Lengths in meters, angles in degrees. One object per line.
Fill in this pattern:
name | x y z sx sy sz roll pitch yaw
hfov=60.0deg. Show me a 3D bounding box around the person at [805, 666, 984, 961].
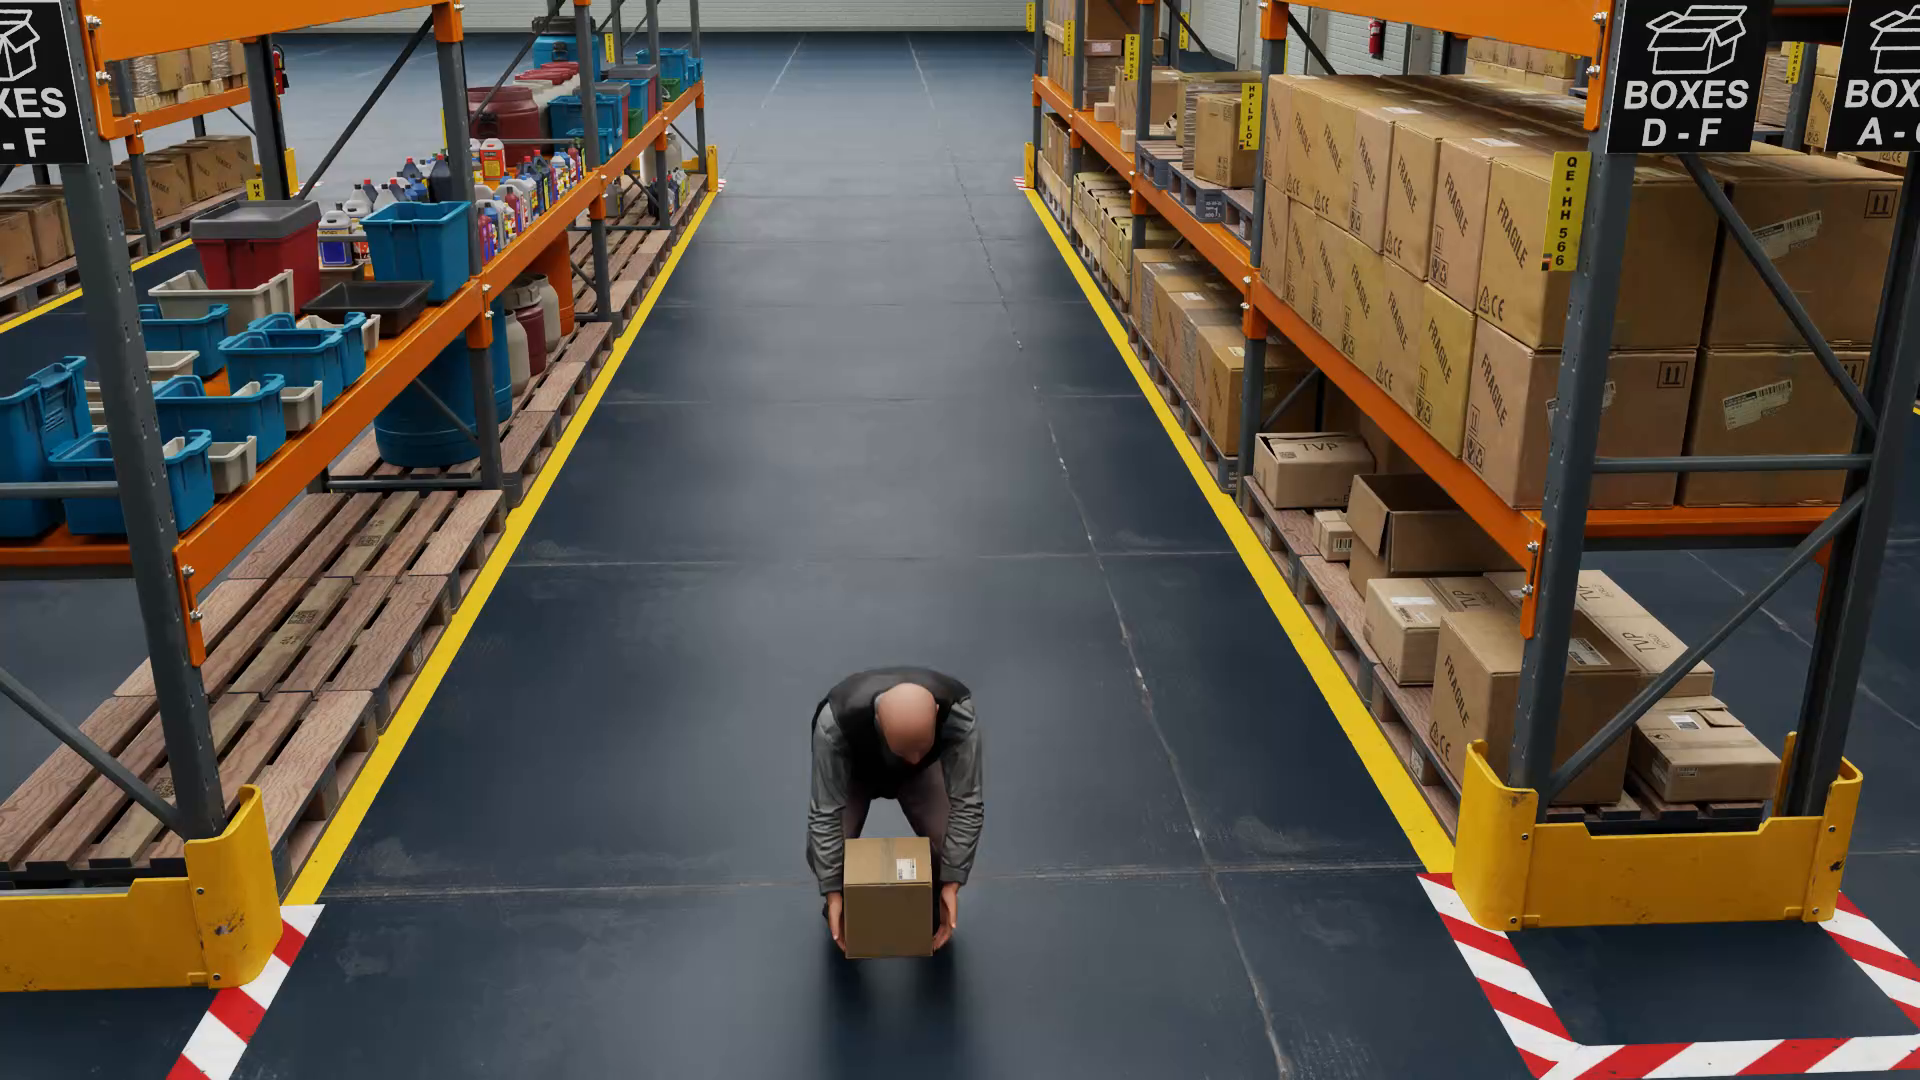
person | -0.207 0.768 5.116 0.540 0.976 0.872 -1 20 -3
